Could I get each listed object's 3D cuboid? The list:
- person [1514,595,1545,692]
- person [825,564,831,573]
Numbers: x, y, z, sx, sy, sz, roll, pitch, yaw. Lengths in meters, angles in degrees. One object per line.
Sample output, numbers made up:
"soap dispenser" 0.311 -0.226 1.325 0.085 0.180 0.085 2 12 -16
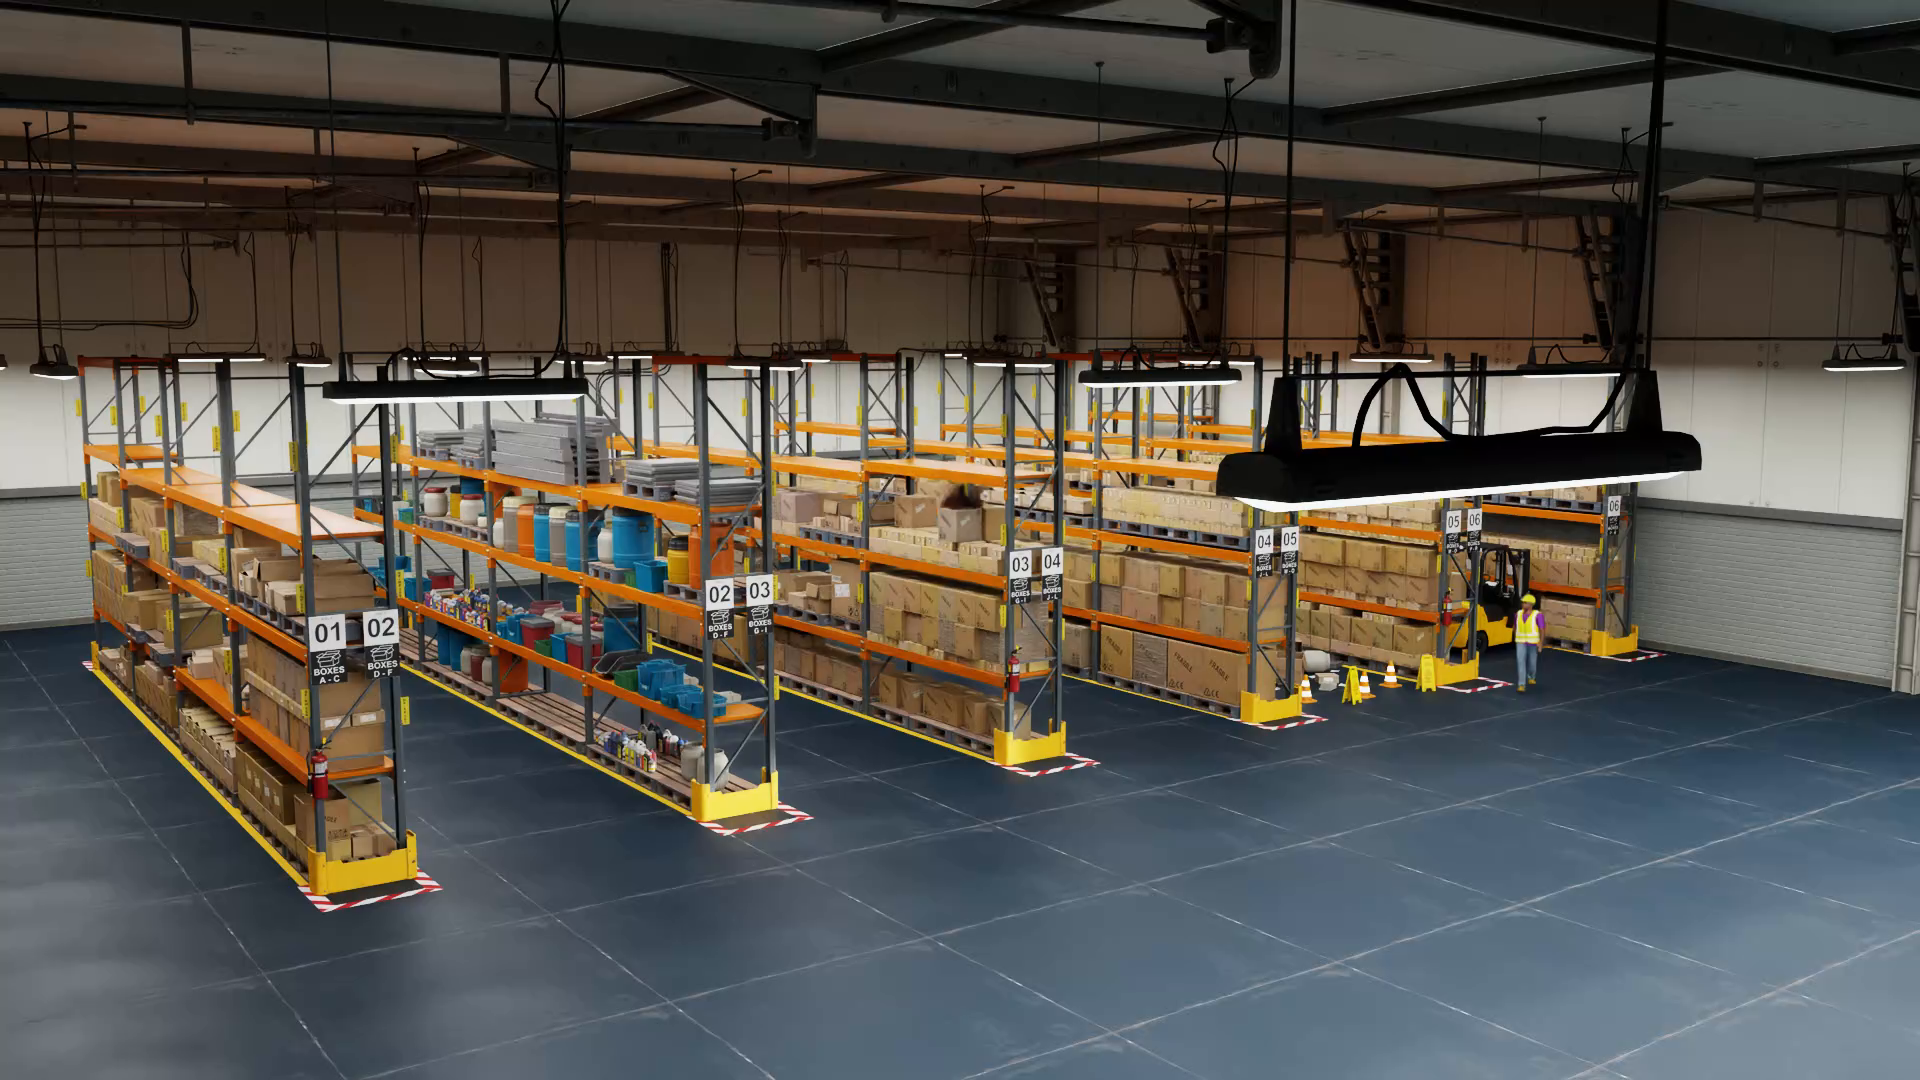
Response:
"person" 10.234 1.851 29.930 0.547 1.723 1.040 3 7 22
"person" -3.344 0.004 44.988 0.658 1.721 0.898 3 8 26
